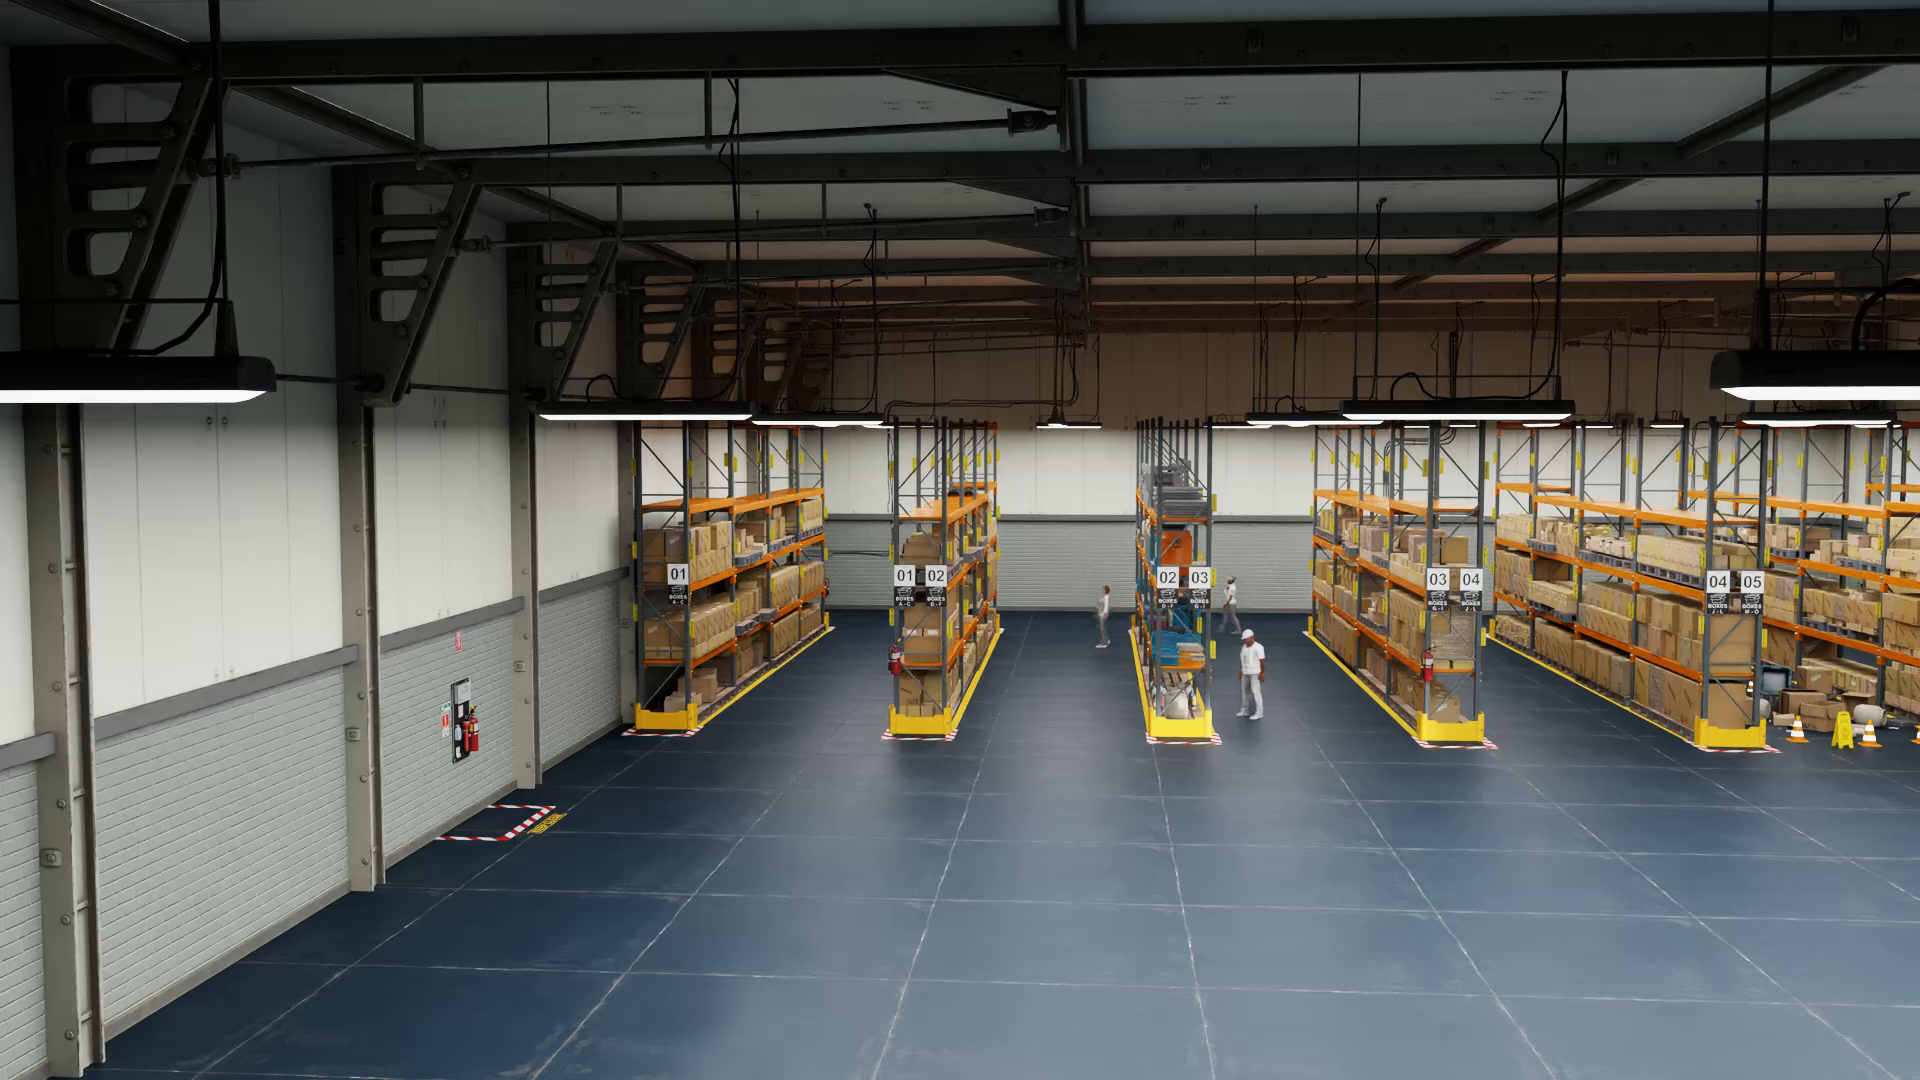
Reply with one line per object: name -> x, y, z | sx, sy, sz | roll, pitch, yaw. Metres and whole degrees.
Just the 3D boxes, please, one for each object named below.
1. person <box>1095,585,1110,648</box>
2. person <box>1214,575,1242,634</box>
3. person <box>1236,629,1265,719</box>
person -> 3.643, 1.962, 42.561 | 0.394, 1.601, 0.476 | 0, 4, 3
person -> 7.544, 1.818, 46.931 | 0.842, 1.675, 0.534 | 2, 4, 25
person -> 5.776, 2.661, 33.251 | 0.419, 1.764, 0.628 | -2, 4, -33
